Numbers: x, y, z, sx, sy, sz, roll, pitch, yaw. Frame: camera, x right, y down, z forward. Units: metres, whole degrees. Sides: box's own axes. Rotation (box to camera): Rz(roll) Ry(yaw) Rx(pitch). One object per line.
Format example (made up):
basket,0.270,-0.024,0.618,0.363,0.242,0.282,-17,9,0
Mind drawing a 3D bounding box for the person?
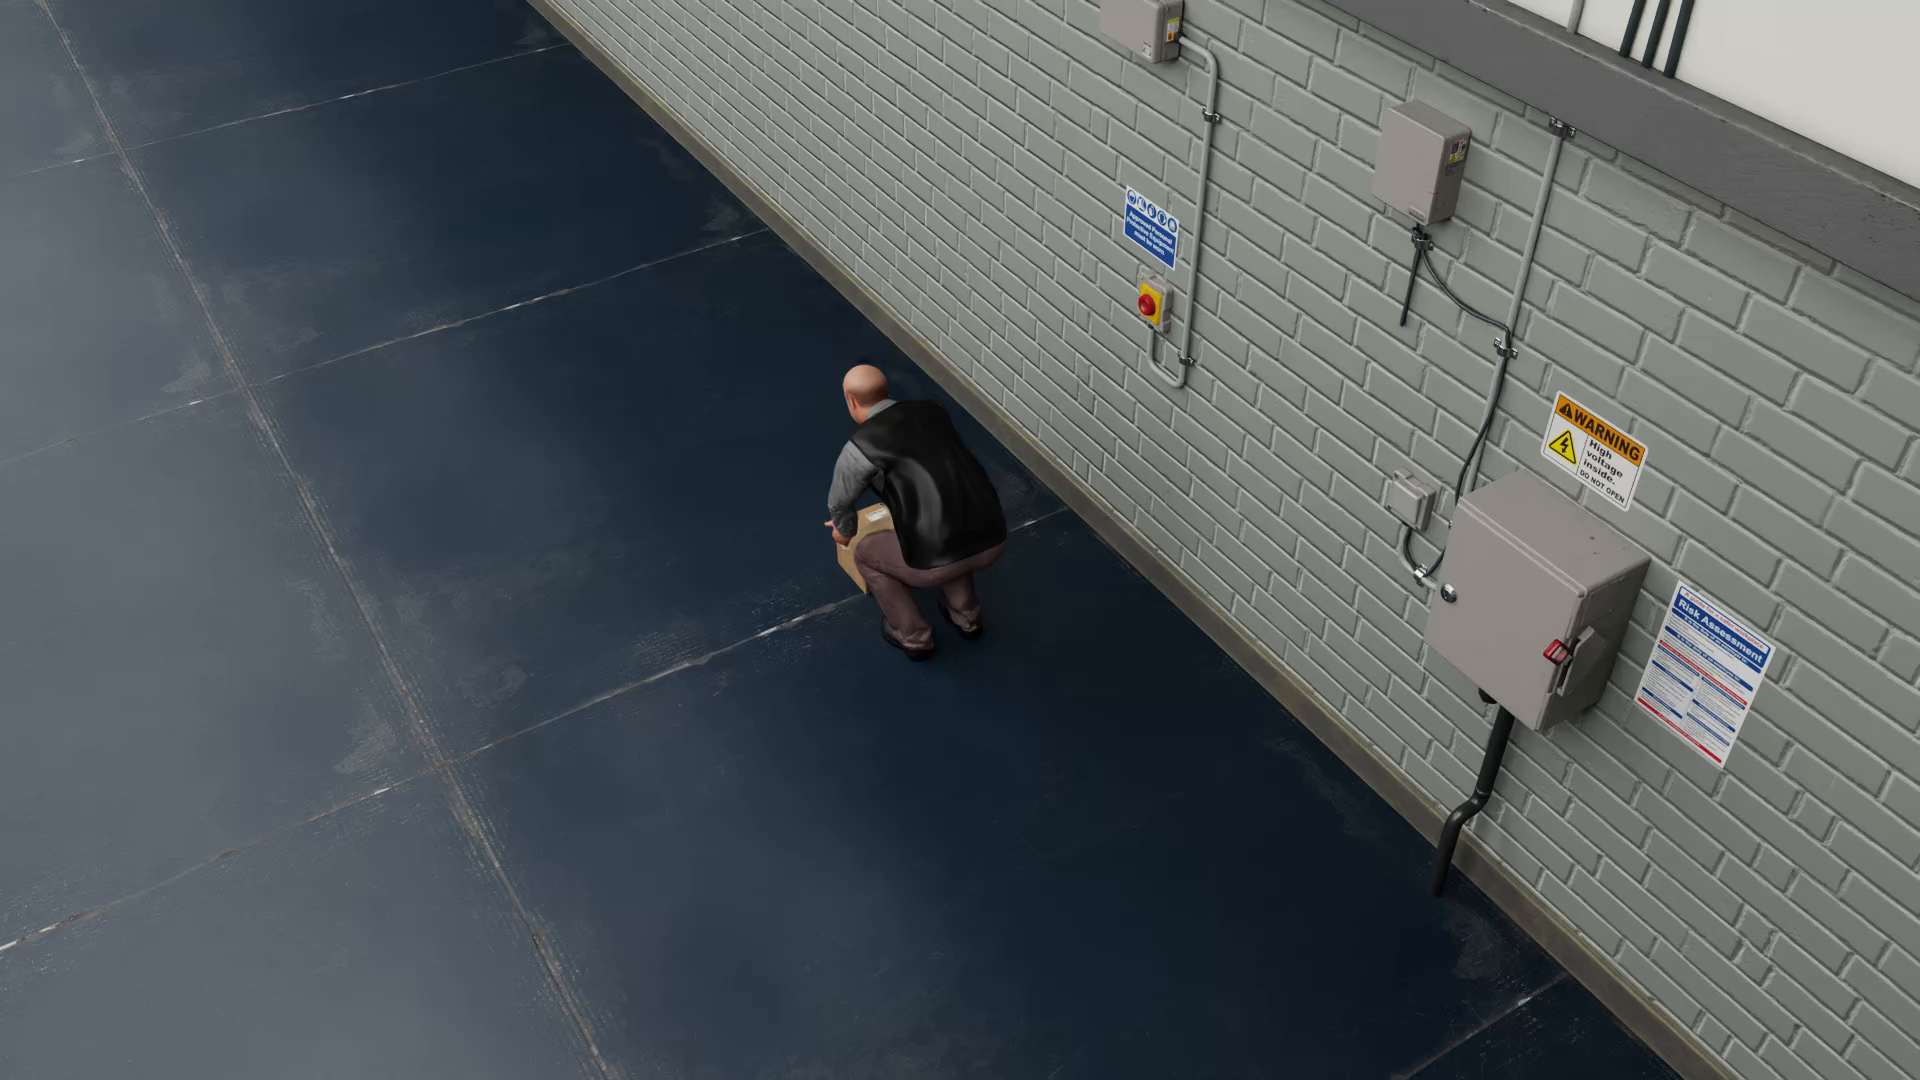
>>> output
person,-0.196,-0.079,6.720,0.568,1.139,0.823,-23,45,-24
